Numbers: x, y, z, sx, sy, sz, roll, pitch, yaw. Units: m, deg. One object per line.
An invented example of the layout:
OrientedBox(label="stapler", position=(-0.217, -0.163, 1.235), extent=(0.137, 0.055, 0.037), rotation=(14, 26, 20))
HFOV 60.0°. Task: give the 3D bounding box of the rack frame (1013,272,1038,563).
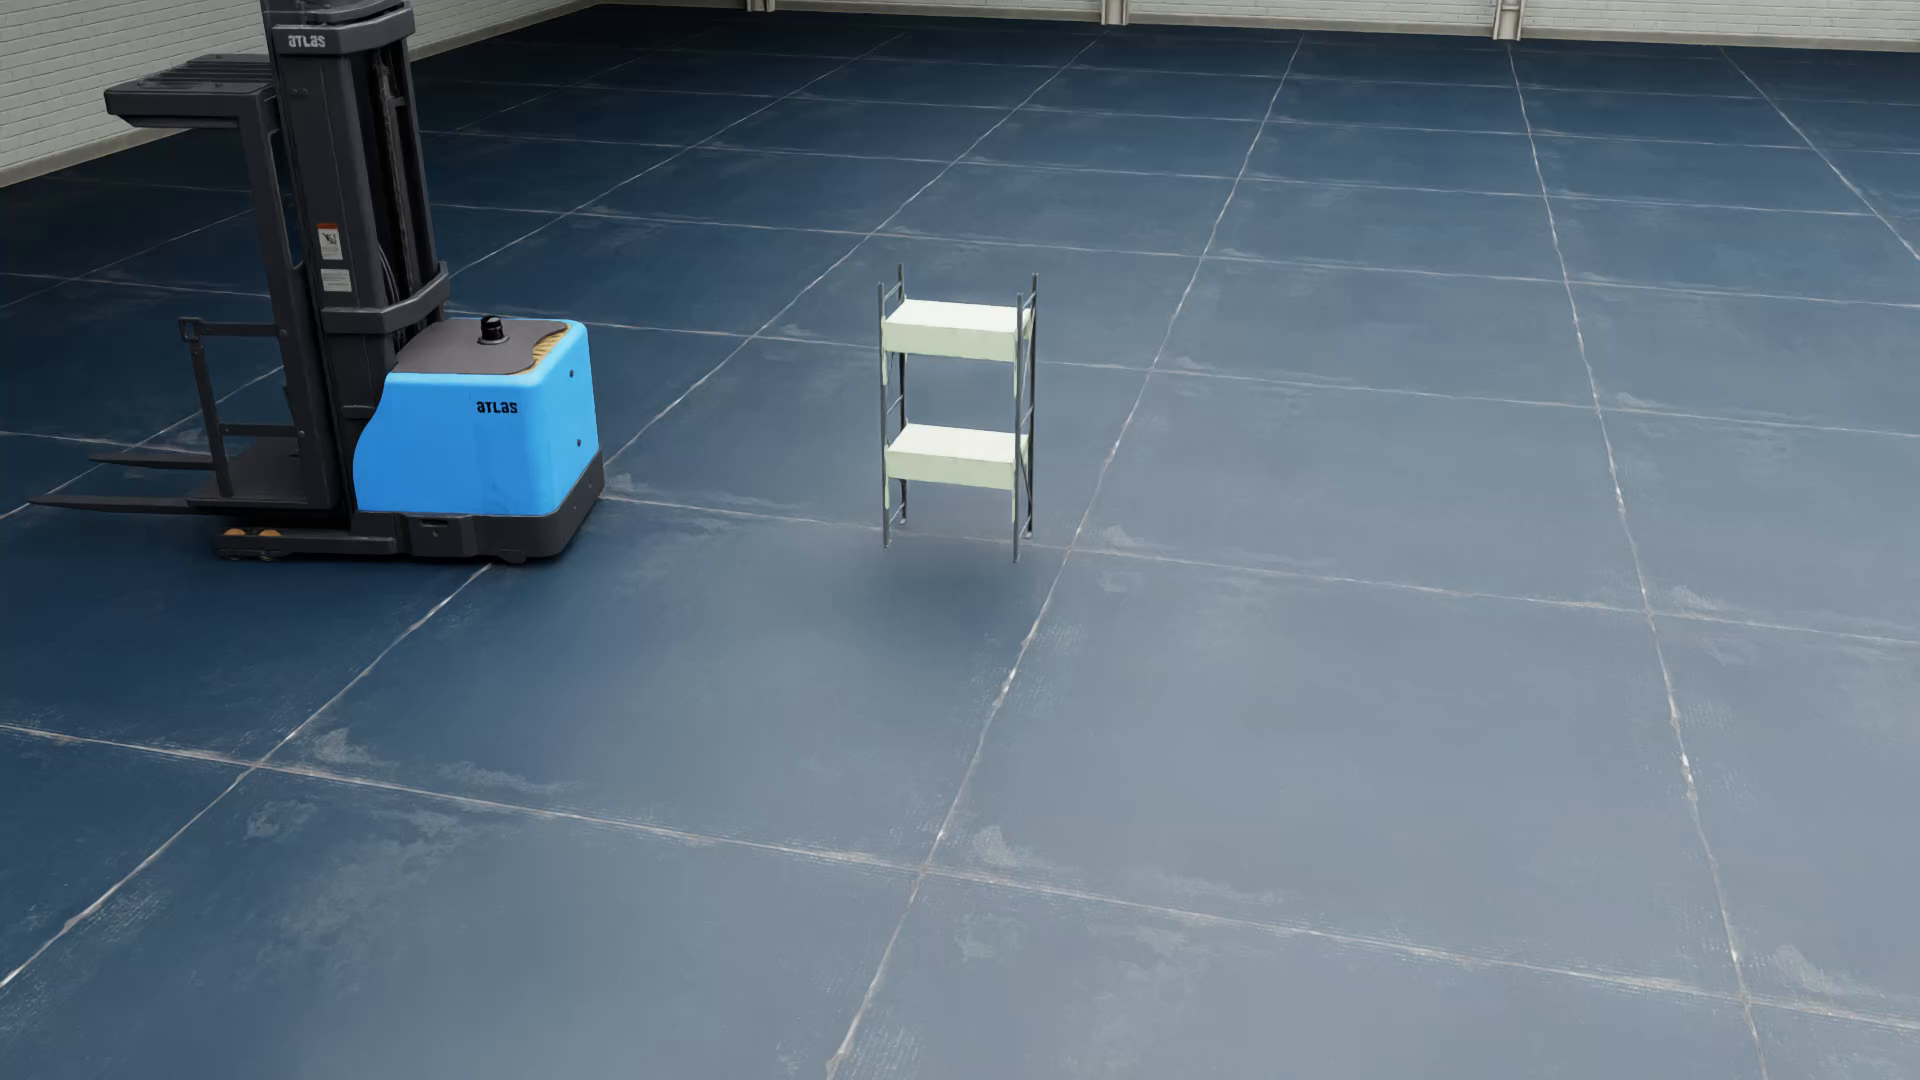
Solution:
OrientedBox(label="rack frame", position=(0.348, -0.639, 8.847), extent=(0.023, 1.500, 0.400), rotation=(6, 26, 13))

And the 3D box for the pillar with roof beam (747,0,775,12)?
OrientedBox(label="pillar with roof beam", position=(-4.406, -11.171, 22.246), extent=(0.400, 9.000, 9.100), rotation=(6, 26, 13))

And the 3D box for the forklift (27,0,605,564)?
OrientedBox(label="forklift", position=(-3.621, -1.434, 8.852), extent=(3.031, 2.935, 1.130), rotation=(2, 26, 4))

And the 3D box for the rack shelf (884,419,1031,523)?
OrientedBox(label="rack shelf", position=(-0.006, -0.384, 9.069), extent=(0.720, 0.370, 0.431), rotation=(6, 26, 13))

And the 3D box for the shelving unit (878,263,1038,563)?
OrientedBox(label="shelving unit", position=(-0.006, -0.678, 8.929), extent=(0.755, 1.500, 0.431), rotation=(6, 26, 13))

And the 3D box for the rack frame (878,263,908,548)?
OrientedBox(label="rack frame", position=(-0.361, -0.717, 9.011), extent=(0.023, 1.500, 0.400), rotation=(6, 26, 13))

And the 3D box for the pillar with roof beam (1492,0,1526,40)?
OrientedBox(label="pillar with roof beam", position=(7.216, -9.886, 19.547), extent=(0.400, 9.000, 9.100), rotation=(6, 26, 13))

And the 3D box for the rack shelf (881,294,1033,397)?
OrientedBox(label="rack shelf", position=(-0.006, -1.030, 8.761), extent=(0.720, 0.370, 0.431), rotation=(6, 26, 13))

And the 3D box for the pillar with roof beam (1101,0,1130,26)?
OrientedBox(label="pillar with roof beam", position=(1.405, -10.529, 20.896), extent=(0.400, 9.000, 9.100), rotation=(6, 26, 13))
